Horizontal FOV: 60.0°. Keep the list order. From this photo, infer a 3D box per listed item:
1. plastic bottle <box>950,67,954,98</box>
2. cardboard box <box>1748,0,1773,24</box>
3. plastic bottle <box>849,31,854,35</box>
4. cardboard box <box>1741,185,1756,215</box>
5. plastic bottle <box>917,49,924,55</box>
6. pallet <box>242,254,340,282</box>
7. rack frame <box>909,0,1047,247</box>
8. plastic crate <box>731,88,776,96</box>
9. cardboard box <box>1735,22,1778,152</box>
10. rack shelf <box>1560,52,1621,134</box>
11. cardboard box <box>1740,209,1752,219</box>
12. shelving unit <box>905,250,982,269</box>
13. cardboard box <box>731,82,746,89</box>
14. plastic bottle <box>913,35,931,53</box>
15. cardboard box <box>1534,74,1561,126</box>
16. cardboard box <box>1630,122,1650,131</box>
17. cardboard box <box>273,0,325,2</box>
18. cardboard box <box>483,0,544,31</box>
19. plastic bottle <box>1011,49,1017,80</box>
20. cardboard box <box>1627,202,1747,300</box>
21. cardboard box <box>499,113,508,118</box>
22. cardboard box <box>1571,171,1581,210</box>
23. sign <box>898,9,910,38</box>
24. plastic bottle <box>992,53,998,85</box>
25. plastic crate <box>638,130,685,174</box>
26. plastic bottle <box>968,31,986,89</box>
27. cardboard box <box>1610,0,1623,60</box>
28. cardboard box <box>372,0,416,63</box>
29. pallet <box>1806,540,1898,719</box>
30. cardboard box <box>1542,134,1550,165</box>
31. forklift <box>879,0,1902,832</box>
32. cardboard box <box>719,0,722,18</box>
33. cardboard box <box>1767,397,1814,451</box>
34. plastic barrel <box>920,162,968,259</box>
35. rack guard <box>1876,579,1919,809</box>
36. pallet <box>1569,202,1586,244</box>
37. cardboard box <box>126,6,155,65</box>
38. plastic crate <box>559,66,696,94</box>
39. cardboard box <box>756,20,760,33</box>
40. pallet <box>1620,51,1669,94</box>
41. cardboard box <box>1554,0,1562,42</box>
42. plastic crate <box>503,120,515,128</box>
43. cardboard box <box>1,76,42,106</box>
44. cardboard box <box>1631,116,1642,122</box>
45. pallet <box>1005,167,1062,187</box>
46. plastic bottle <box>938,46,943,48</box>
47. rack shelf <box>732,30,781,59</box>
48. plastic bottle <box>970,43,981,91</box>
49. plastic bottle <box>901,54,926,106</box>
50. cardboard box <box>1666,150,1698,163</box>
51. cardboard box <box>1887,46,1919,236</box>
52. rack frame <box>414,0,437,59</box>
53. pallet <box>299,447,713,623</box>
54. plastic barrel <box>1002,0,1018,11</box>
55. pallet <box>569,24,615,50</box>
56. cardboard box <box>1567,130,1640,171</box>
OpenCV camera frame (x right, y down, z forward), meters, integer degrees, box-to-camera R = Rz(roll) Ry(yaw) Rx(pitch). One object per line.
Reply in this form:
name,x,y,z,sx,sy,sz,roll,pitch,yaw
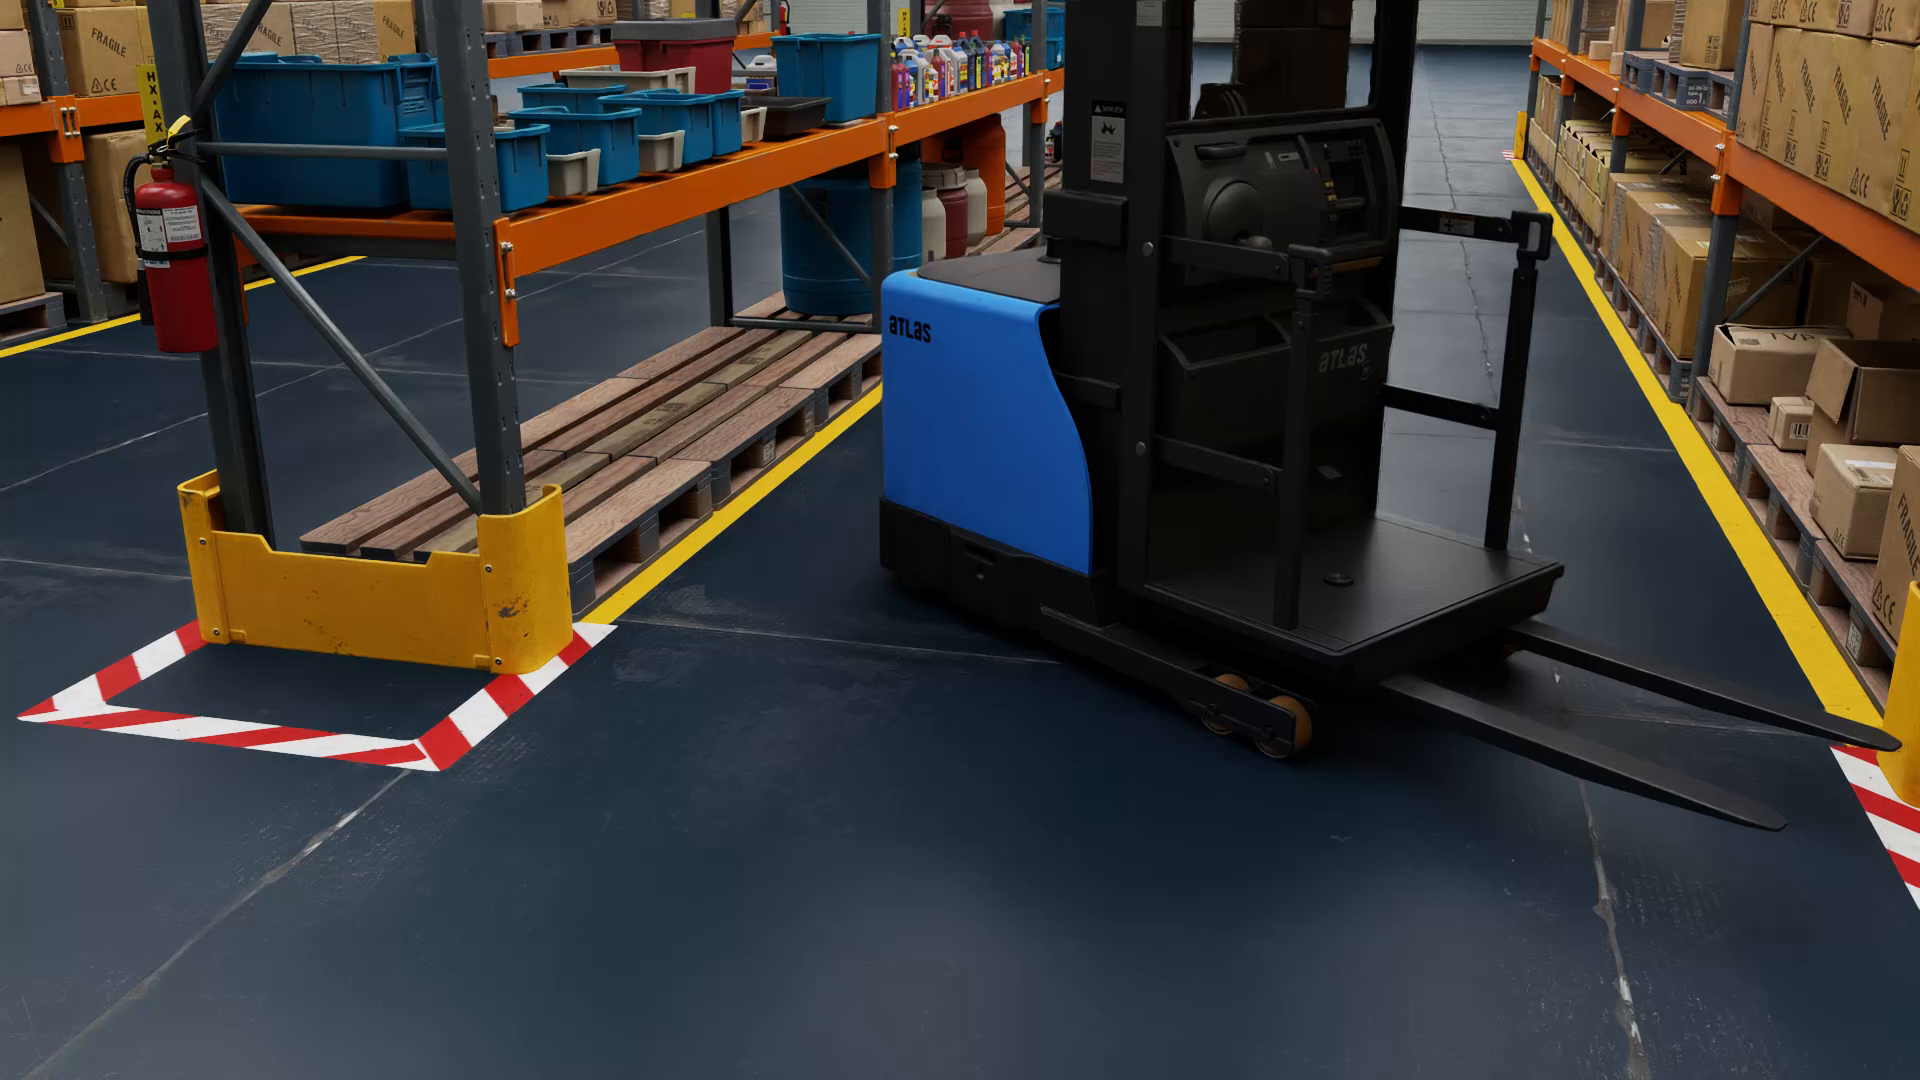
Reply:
plastic bottle,-0.083,-2.716,9.806,0.097,0.201,0.097,0,19,0
cardboard box,3.568,-2.373,6.794,0.500,0.500,0.500,5,20,15
plastic bottle,-0.670,-3.007,10.426,0.144,0.351,0.185,5,19,13
cardboard box,4.676,-1.962,9.317,0.500,0.250,0.500,4,19,12
plastic bottle,-0.276,-3.271,11.432,0.097,0.201,0.097,0,19,0
pallet,-5.238,-2.074,11.932,1.003,0.211,1.213,5,19,13
rack frame,0.130,-3.625,12.158,1.000,3.000,0.127,5,19,13
plastic crate,-1.099,-2.140,8.127,0.396,0.136,0.243,5,19,13
cardboard box,3.567,-1.888,6.918,0.500,0.500,0.500,5,20,15
rack shelf,5.421,-3.519,12.961,1.077,0.370,4.000,5,19,13
cardboard box,4.683,-1.619,9.472,0.500,0.500,0.500,4,19,11
shelving unit,-0.056,-0.501,6.029,0.215,1.050,0.252,6,20,17
cardboard box,-2.887,-5.345,20.412,0.500,0.500,0.500,9,21,23
plastic bottle,-0.289,-3.456,11.856,0.152,0.276,0.135,5,19,13
cardboard box,6.420,-4.685,17.706,0.500,0.500,0.500,5,19,13
cardboard box,6.089,-3.499,14.528,0.500,0.311,0.500,5,19,13
cardboard box,-5.029,-4.106,11.861,0.797,0.503,0.637,5,20,15
cardboard box,-4.040,-4.651,14.745,0.500,0.250,0.500,4,19,12
plastic bottle,0.343,-3.263,11.407,0.097,0.201,0.097,0,19,0
cardboard box,4.172,-1.652,9.570,0.500,0.500,0.500,4,19,12
cardboard box,-4.137,-3.781,15.802,0.700,0.500,0.500,3,19,9
cardboard box,5.196,-2.795,13.333,0.500,0.250,0.500,5,19,14
sign,-0.405,-3.743,12.253,0.100,0.325,0.005,5,19,13
plastic bottle,0.200,-3.080,10.871,0.097,0.201,0.097,0,19,0
plastic crate,-1.120,-1.379,5.898,0.250,0.136,0.298,5,19,13
plastic bottle,0.087,-3.036,10.511,0.144,0.351,0.185,5,19,13
cardboard box,5.578,-4.129,13.480,0.500,0.500,0.500,6,20,17
cardboard box,-4.553,-3.889,12.777,0.500,0.500,0.500,5,20,15
pallet,3.191,0.321,4.921,1.003,0.211,1.213,5,19,13
cardboard box,6.051,-3.860,16.452,0.500,0.250,0.500,5,19,13
forklift,1.062,-0.984,4.533,1.130,2.935,3.031,-15,24,-38
cardboard box,-3.182,-6.066,18.691,0.875,0.500,0.500,5,19,13
cardboard box,3.442,-0.459,6.595,0.380,0.166,0.250,5,19,13
plastic barrel,-0.248,-2.173,10.991,0.600,0.588,0.708,5,19,13
rack guard,2.997,0.434,4.142,1.175,0.500,0.348,5,19,13
pallet,5.472,-2.549,13.323,1.003,0.211,1.213,5,19,13
cardboard box,-5.173,-3.091,10.443,0.500,0.500,0.500,5,19,13
plastic crate,-1.399,-1.879,7.139,0.437,0.282,0.530,5,19,13
cardboard box,-2.649,-6.220,20.147,0.380,0.149,0.250,5,19,13
pallet,4.835,-2.923,10.403,1.213,0.211,1.003,5,19,13
cardboard box,6.637,-5.477,17.426,0.700,0.500,0.500,5,20,15
plastic crate,-1.617,-1.564,6.440,0.298,0.136,0.250,5,19,13
cardboard box,-5.407,-2.522,9.318,0.380,0.149,0.250,5,19,14
cardboard box,6.327,-3.859,15.289,0.500,0.500,0.500,5,19,13
pallet,0.954,-3.309,15.550,1.003,0.211,1.213,5,19,13
plastic bottle,-0.119,-2.894,10.220,0.097,0.271,0.097,0,19,0
rack shelf,-3.206,-5.556,18.926,1.077,0.370,4.000,5,19,13
plastic bottle,0.088,-2.951,10.367,0.061,0.283,0.133,5,19,13
plastic bottle,-0.275,-2.542,9.180,0.152,0.276,0.135,5,19,13
cardboard box,5.466,-2.701,12.192,0.500,0.311,0.500,4,19,12
cardboard box,2.947,-1.097,4.603,0.500,0.500,0.500,5,19,14
rack frame,-4.672,-4.016,13.304,1.000,3.000,0.127,5,19,13
pallet,-1.585,-0.053,6.016,1.003,0.211,1.213,5,19,13
plastic barrel,0.278,-4.149,13.520,0.421,0.512,0.421,0,19,0
pallet,-4.023,-4.951,16.337,1.003,0.211,1.213,5,19,13
cardboard box,5.315,-3.220,13.711,0.500,0.311,0.500,4,19,12
